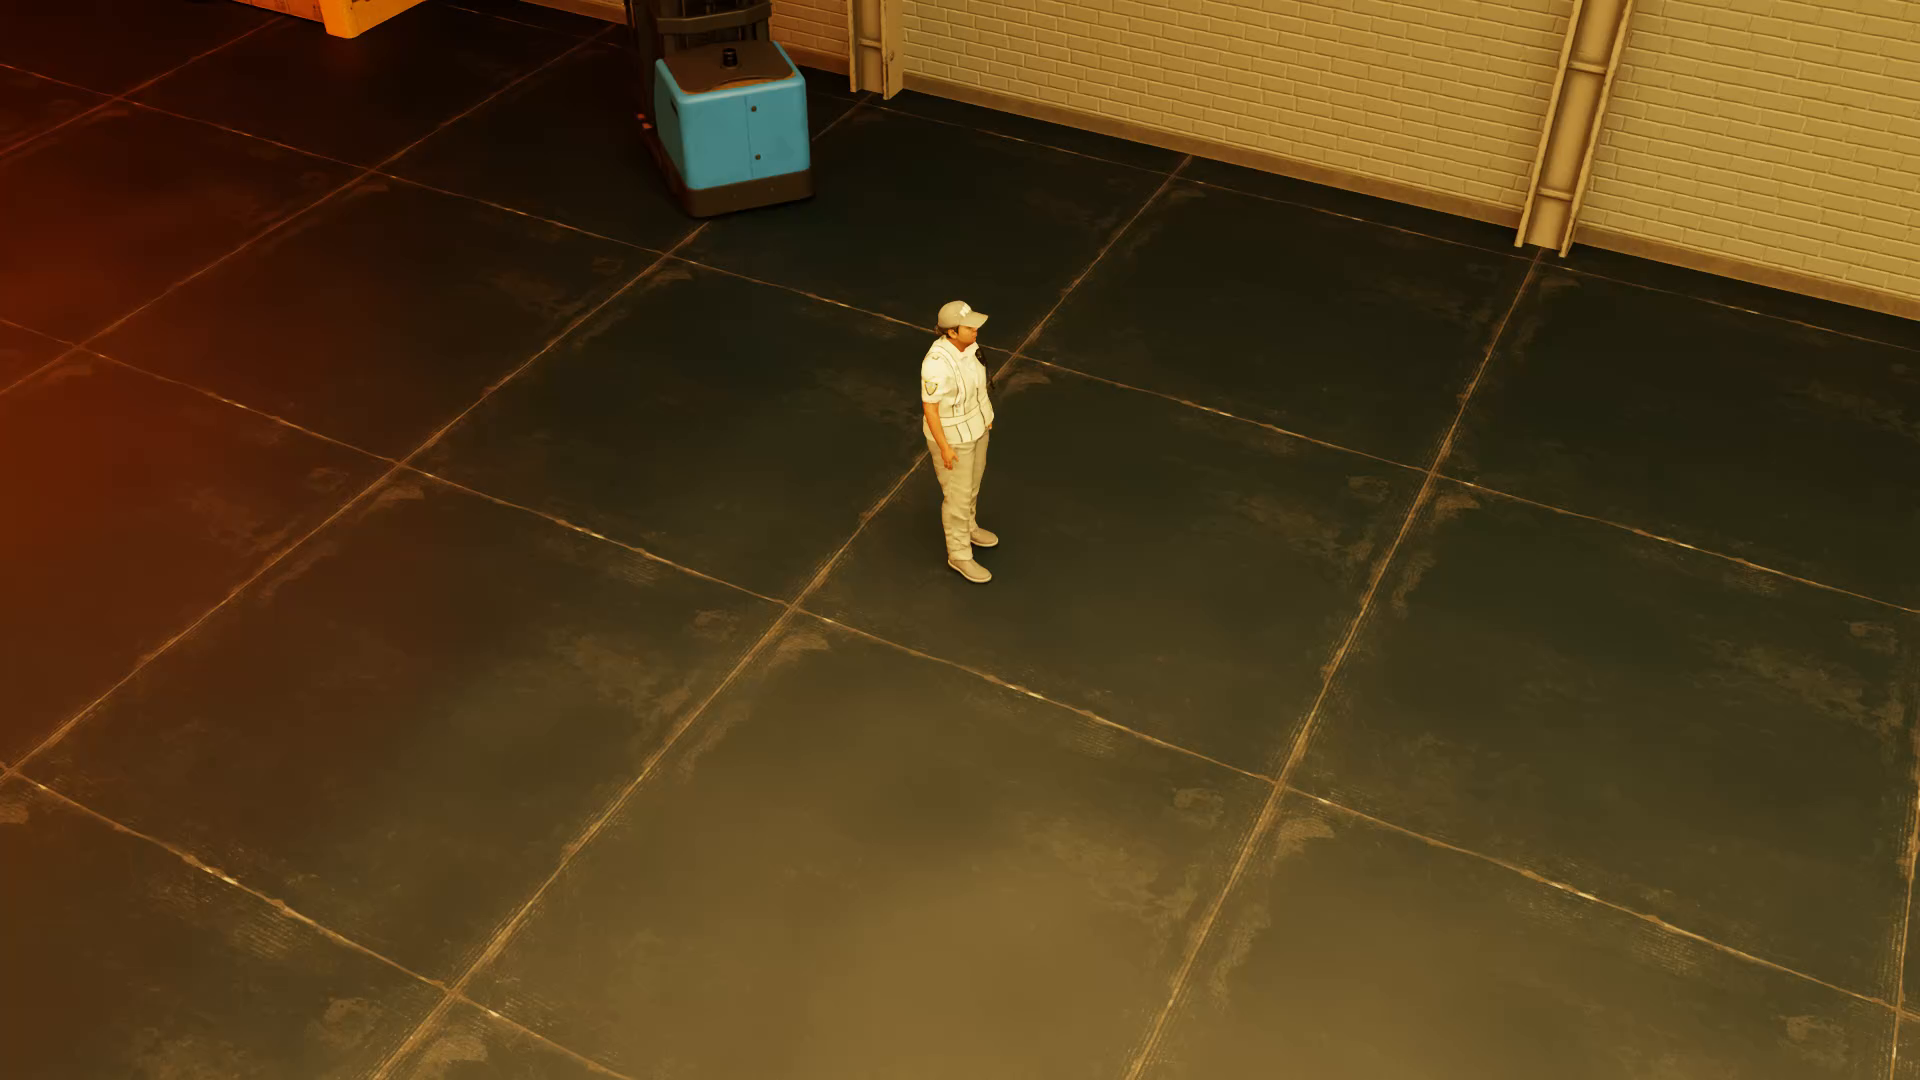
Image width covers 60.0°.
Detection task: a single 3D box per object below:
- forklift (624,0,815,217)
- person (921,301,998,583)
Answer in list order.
[{"bbox_3d":[-2.192,-4.634,13.488,1.130,2.935,3.031,-14,42,-16],"label":"forklift"},{"bbox_3d":[0.057,-0.607,9.678,0.529,1.670,0.598,18,43,21],"label":"person"}]
